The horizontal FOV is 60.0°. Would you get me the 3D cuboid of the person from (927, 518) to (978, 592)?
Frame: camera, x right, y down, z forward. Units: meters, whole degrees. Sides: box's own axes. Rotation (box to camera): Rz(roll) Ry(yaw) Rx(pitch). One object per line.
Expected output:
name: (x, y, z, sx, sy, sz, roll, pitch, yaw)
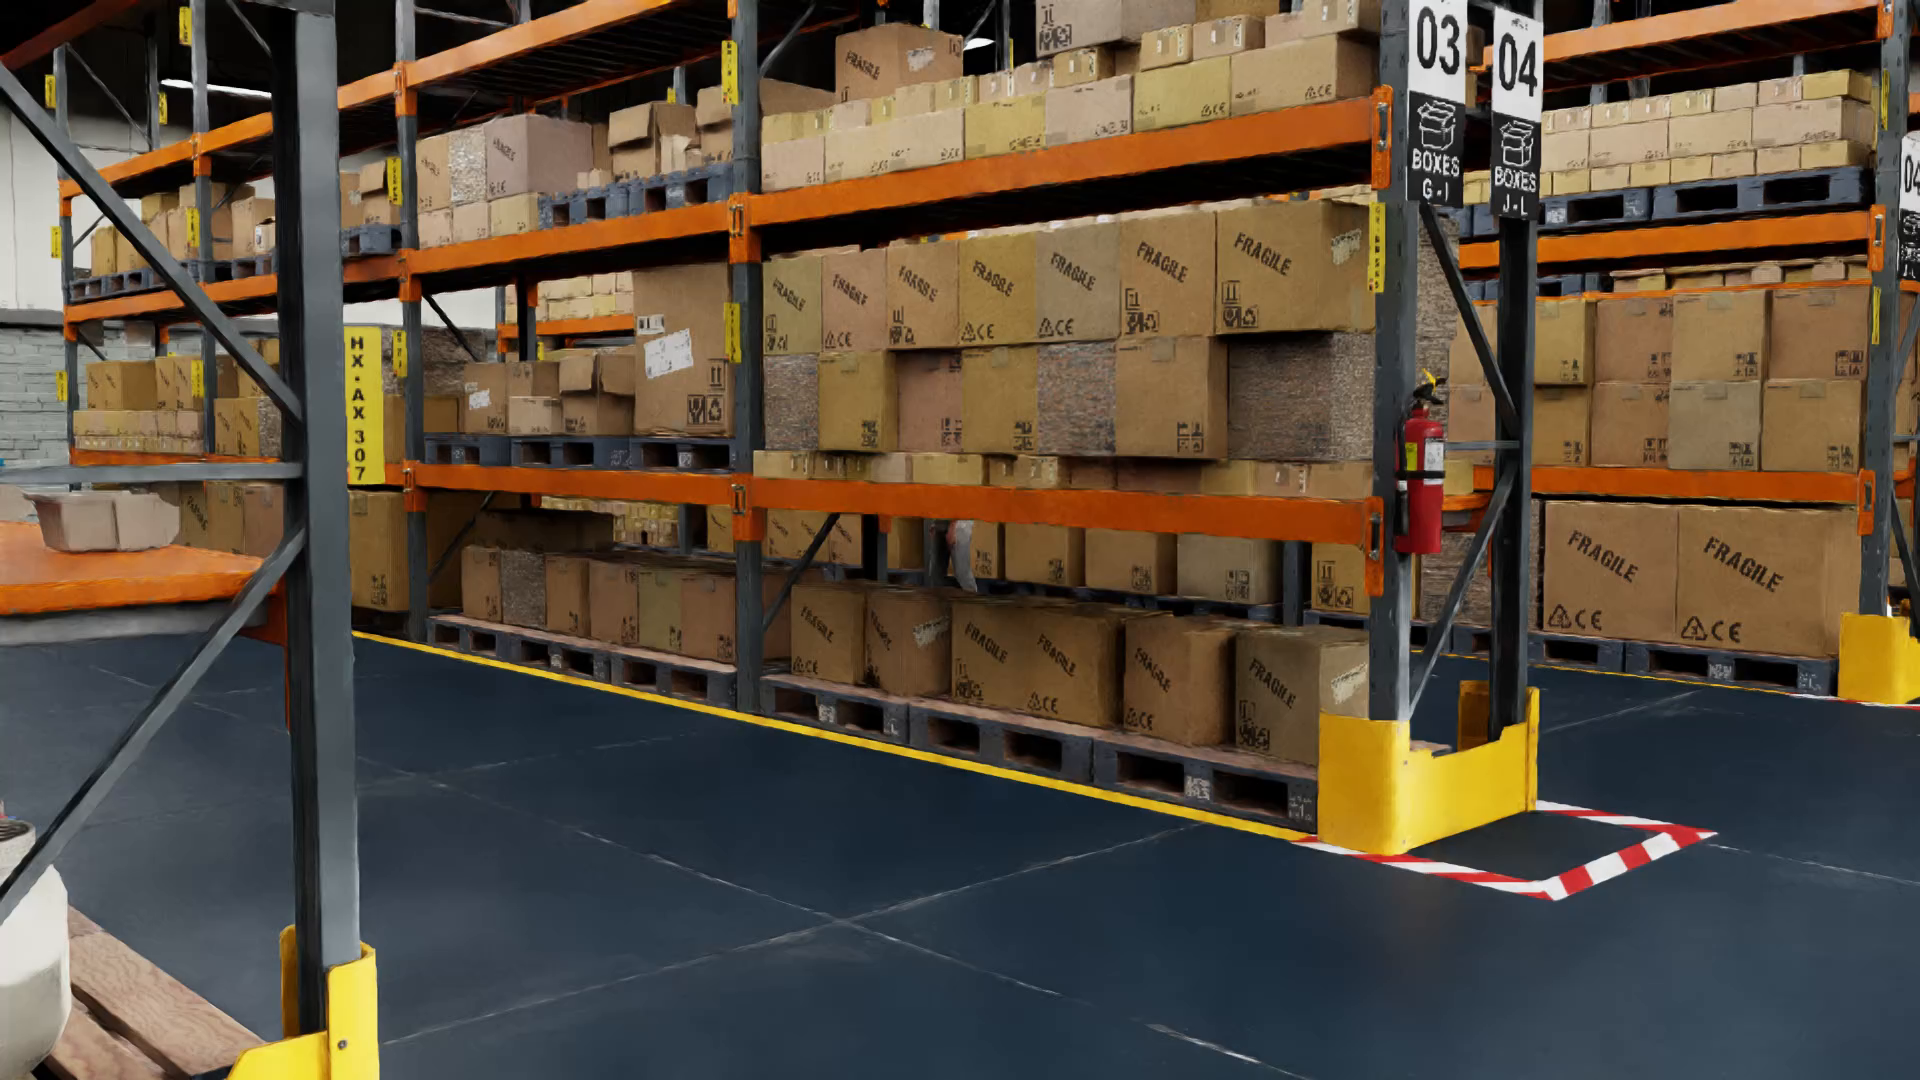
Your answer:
person: (-0.056, -0.064, 12.107, 0.393, 1.421, 0.507, -2, 4, -22)
